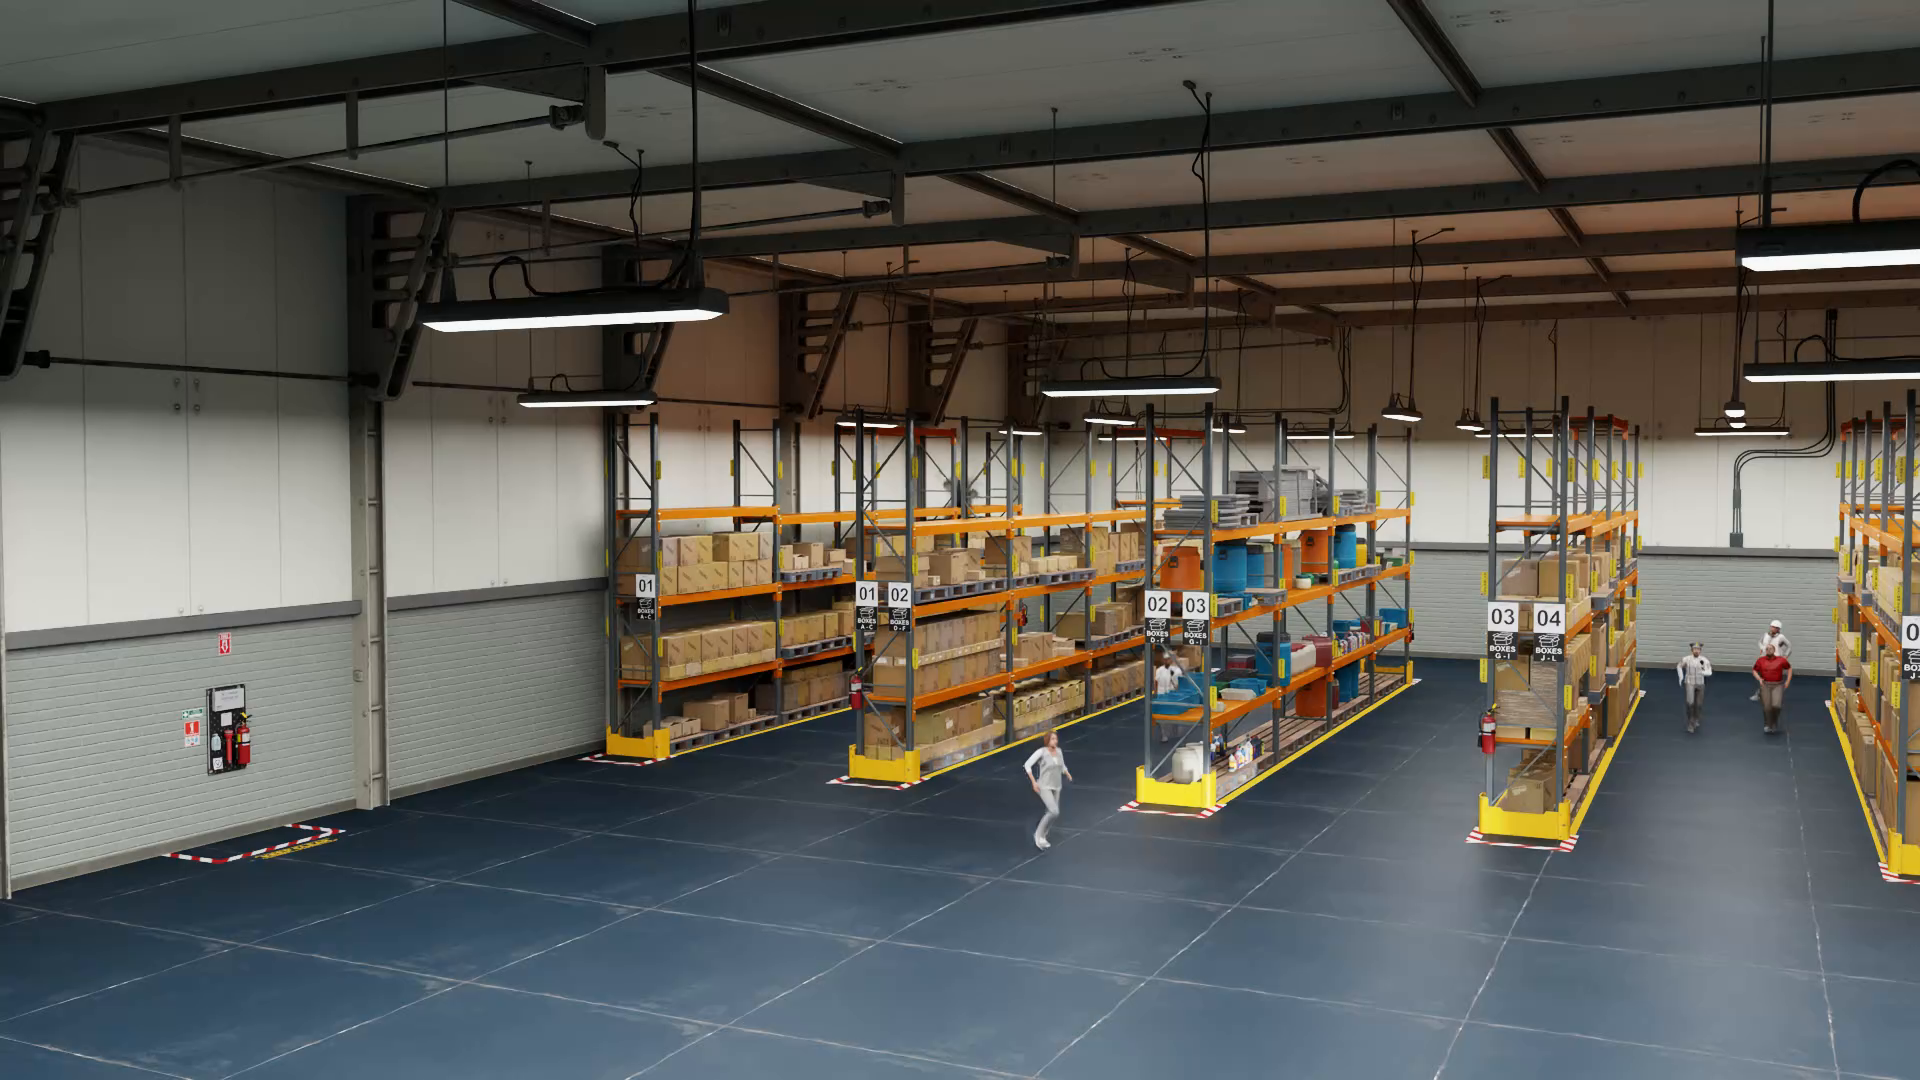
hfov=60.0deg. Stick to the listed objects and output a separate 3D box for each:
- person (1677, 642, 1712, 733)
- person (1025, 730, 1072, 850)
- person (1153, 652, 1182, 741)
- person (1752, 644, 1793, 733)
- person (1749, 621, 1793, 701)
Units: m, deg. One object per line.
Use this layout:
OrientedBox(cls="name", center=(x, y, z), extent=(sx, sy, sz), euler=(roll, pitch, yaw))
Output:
OrientedBox(cls="person", center=(14.090, 2.821, 31.883), extent=(0.578, 1.747, 0.726), euler=(1, 2, 16))
OrientedBox(cls="person", center=(1.192, 3.284, 21.848), extent=(0.538, 1.569, 0.622), euler=(-2, 3, -39))
OrientedBox(cls="person", center=(3.824, 2.882, 30.709), extent=(0.573, 1.650, 0.563), euler=(1, 3, 22))
OrientedBox(cls="person", center=(15.437, 2.825, 31.637), extent=(0.675, 1.687, 0.612), euler=(1, 3, 32))
OrientedBox(cls="person", center=(17.545, 2.600, 35.956), extent=(0.912, 1.741, 0.758), euler=(-1, 3, -32))
